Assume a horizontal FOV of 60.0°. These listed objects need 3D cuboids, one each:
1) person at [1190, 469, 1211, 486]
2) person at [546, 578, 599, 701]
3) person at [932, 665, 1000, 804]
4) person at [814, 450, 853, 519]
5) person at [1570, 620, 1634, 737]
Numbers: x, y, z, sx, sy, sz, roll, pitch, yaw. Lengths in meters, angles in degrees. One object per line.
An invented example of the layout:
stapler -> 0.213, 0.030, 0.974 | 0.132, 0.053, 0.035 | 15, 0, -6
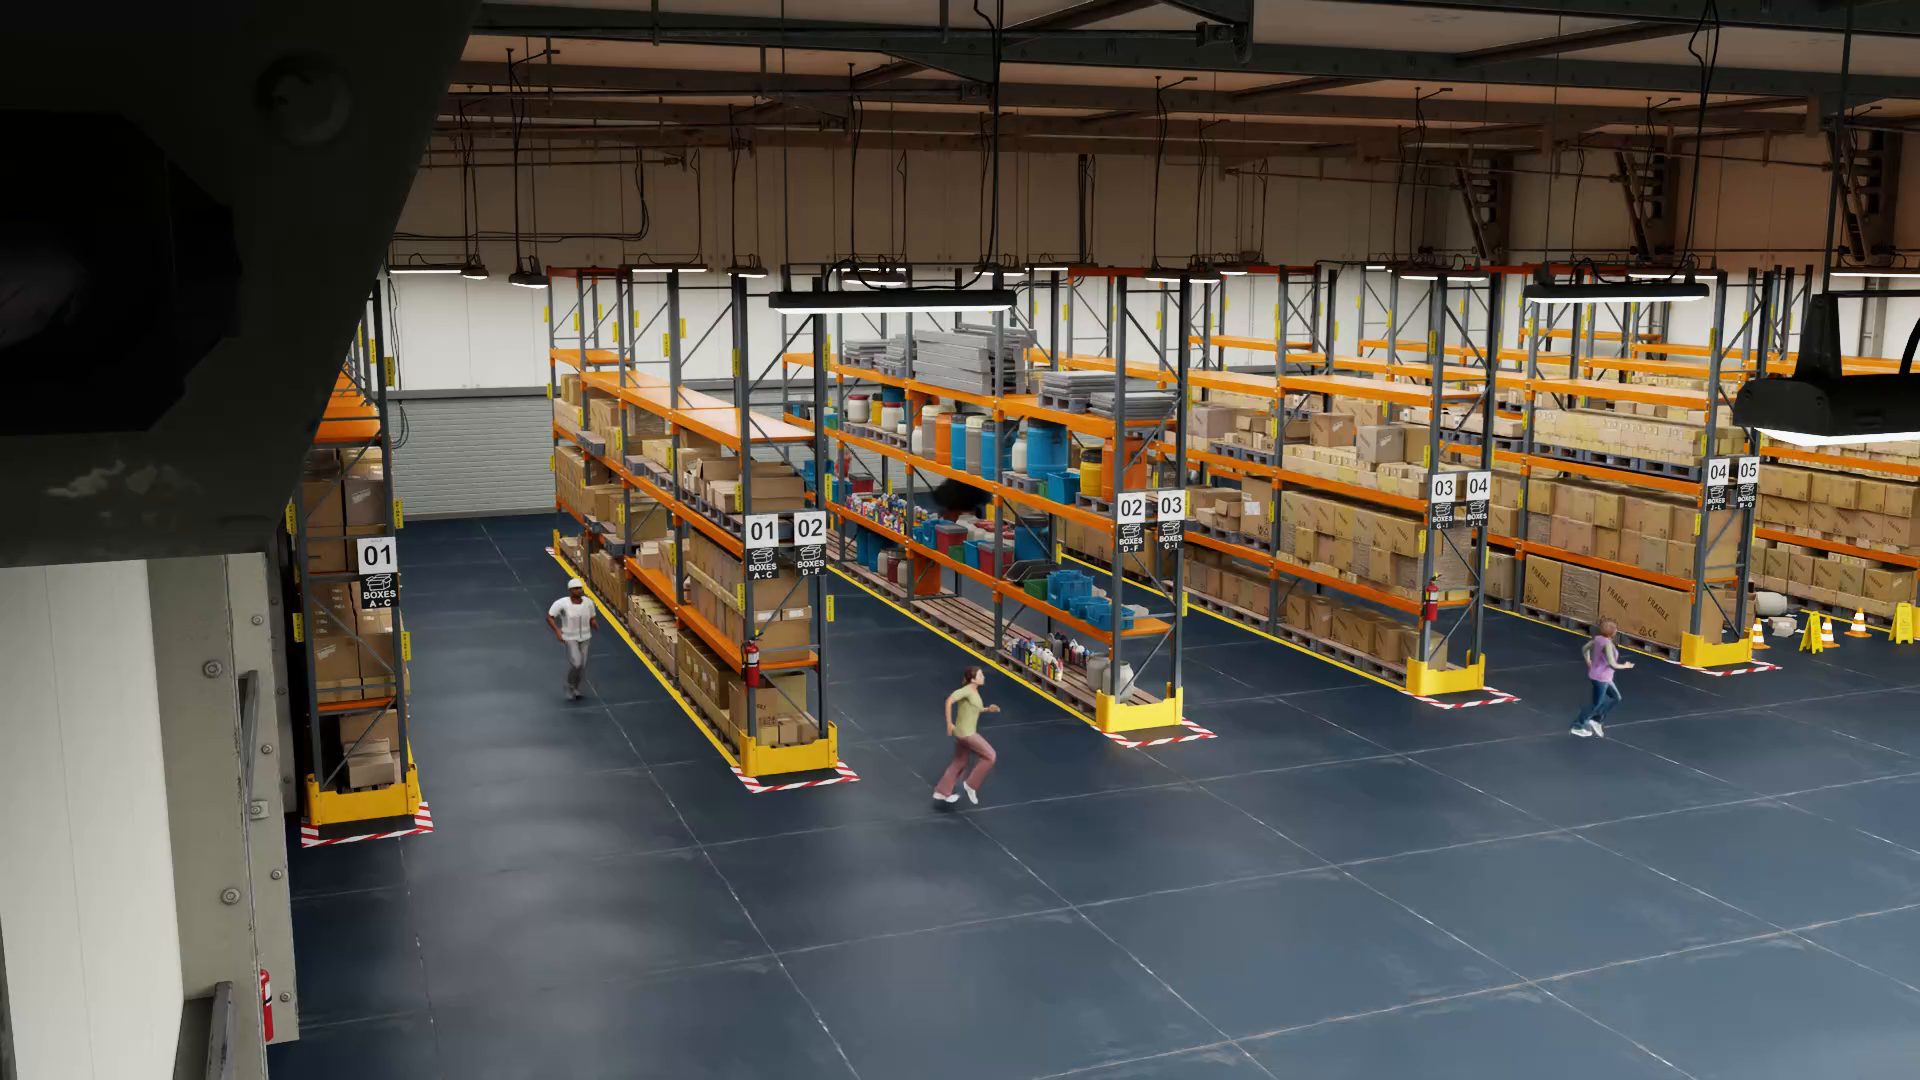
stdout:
person -> 6.154, -1.887, 42.334 | 0.655, 1.810, 0.729 | 9, 13, 42
person -> -5.414, 1.410, 23.521 | 0.675, 1.748, 0.660 | -8, 13, -39
person -> 0.070, 2.230, 19.028 | 0.768, 1.630, 0.607 | 1, 10, 7
person -> -3.002, -1.312, 39.555 | 0.962, 1.692, 0.678 | 0, 10, -2
person -> 8.370, 1.814, 21.639 | 0.726, 1.585, 0.504 | 2, 10, 10
